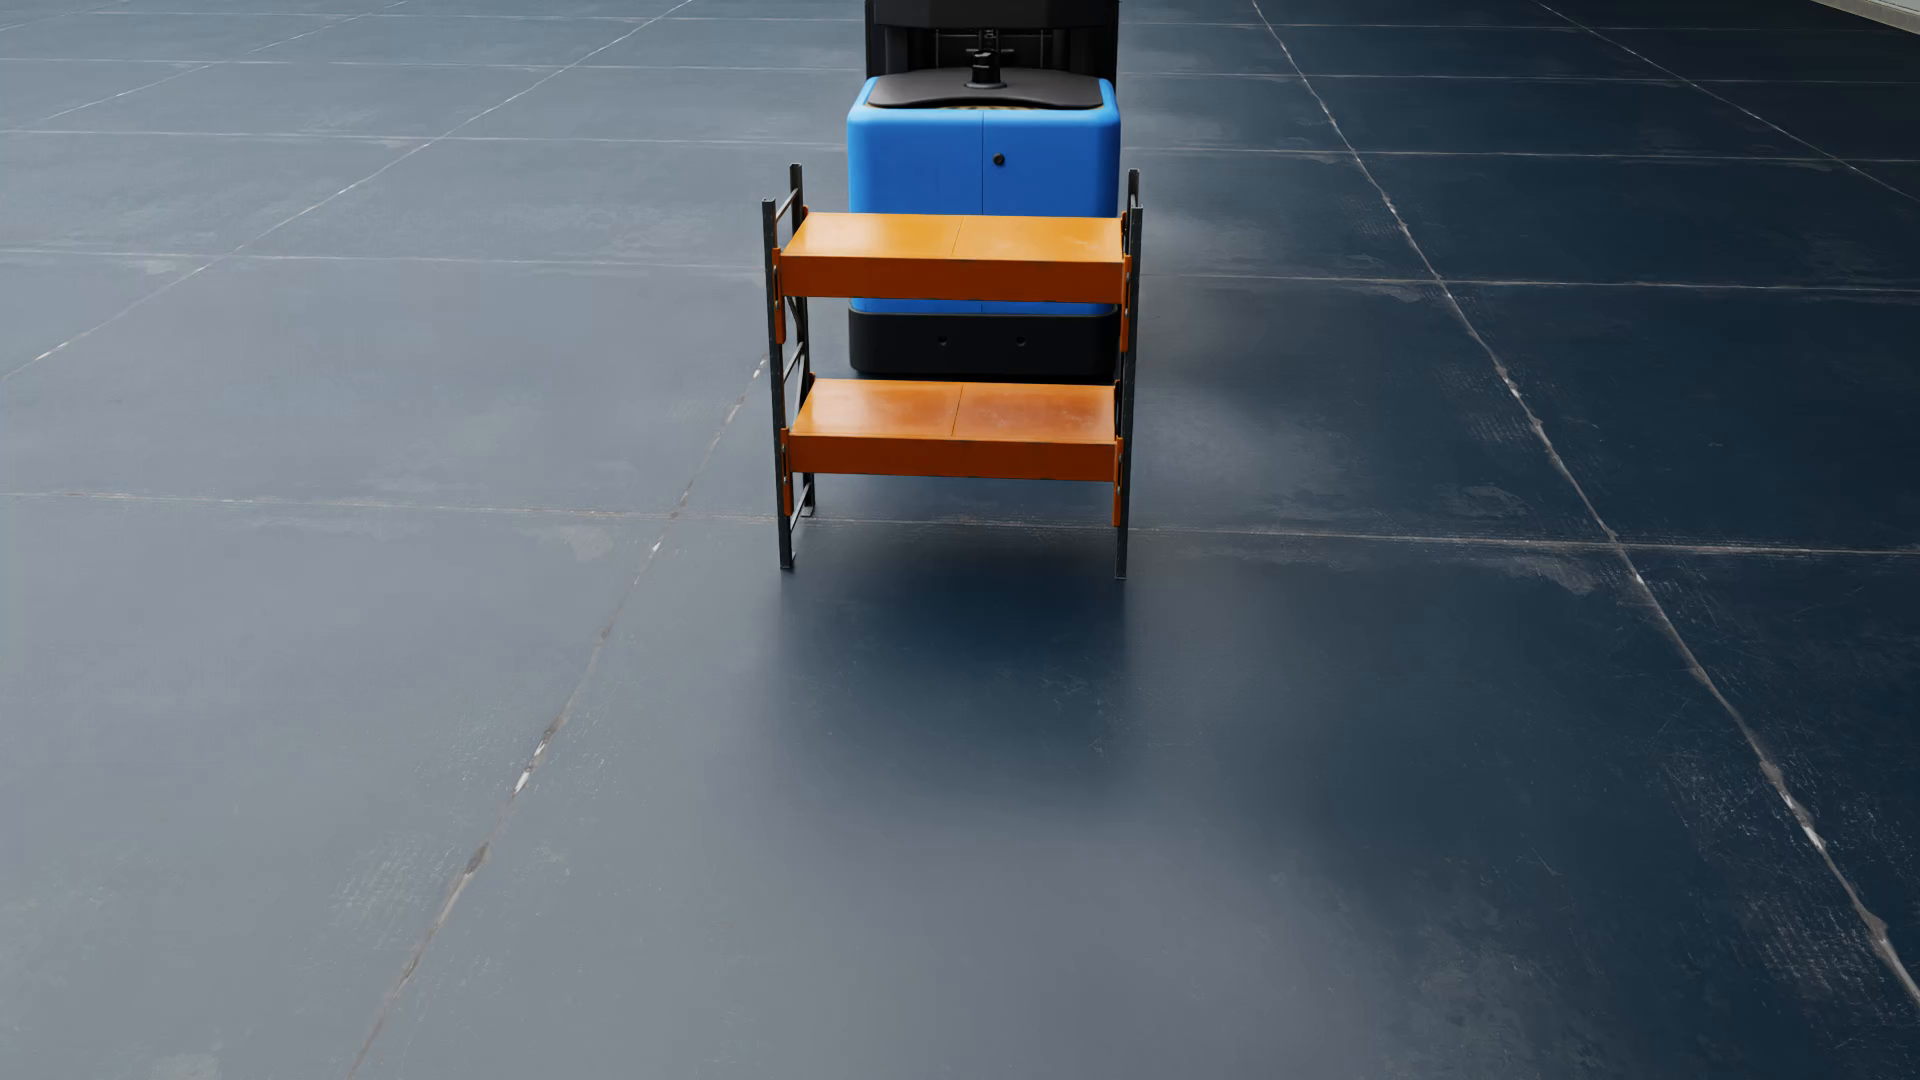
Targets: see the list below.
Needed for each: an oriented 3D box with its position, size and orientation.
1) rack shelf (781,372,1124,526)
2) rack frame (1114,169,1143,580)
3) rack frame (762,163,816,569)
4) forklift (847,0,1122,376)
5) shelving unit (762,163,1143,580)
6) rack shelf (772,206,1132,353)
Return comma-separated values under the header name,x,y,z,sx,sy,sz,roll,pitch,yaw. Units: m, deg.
name,x,y,z,sx,sy,sz,roll,pitch,yaw
rack shelf,-0.007,-0.289,5.118,1.000,0.278,0.538,2,25,4
rack frame,0.500,-0.495,4.980,0.032,1.125,0.500,2,25,4
rack frame,-0.514,-0.527,5.051,0.032,1.125,0.500,2,25,4
forklift,0.146,-2.545,7.273,1.130,2.935,3.031,1,25,2
shelving unit,-0.007,-0.511,5.015,1.048,1.125,0.538,2,25,4
rack shelf,-0.007,-0.777,4.893,1.000,0.278,0.538,2,25,4
